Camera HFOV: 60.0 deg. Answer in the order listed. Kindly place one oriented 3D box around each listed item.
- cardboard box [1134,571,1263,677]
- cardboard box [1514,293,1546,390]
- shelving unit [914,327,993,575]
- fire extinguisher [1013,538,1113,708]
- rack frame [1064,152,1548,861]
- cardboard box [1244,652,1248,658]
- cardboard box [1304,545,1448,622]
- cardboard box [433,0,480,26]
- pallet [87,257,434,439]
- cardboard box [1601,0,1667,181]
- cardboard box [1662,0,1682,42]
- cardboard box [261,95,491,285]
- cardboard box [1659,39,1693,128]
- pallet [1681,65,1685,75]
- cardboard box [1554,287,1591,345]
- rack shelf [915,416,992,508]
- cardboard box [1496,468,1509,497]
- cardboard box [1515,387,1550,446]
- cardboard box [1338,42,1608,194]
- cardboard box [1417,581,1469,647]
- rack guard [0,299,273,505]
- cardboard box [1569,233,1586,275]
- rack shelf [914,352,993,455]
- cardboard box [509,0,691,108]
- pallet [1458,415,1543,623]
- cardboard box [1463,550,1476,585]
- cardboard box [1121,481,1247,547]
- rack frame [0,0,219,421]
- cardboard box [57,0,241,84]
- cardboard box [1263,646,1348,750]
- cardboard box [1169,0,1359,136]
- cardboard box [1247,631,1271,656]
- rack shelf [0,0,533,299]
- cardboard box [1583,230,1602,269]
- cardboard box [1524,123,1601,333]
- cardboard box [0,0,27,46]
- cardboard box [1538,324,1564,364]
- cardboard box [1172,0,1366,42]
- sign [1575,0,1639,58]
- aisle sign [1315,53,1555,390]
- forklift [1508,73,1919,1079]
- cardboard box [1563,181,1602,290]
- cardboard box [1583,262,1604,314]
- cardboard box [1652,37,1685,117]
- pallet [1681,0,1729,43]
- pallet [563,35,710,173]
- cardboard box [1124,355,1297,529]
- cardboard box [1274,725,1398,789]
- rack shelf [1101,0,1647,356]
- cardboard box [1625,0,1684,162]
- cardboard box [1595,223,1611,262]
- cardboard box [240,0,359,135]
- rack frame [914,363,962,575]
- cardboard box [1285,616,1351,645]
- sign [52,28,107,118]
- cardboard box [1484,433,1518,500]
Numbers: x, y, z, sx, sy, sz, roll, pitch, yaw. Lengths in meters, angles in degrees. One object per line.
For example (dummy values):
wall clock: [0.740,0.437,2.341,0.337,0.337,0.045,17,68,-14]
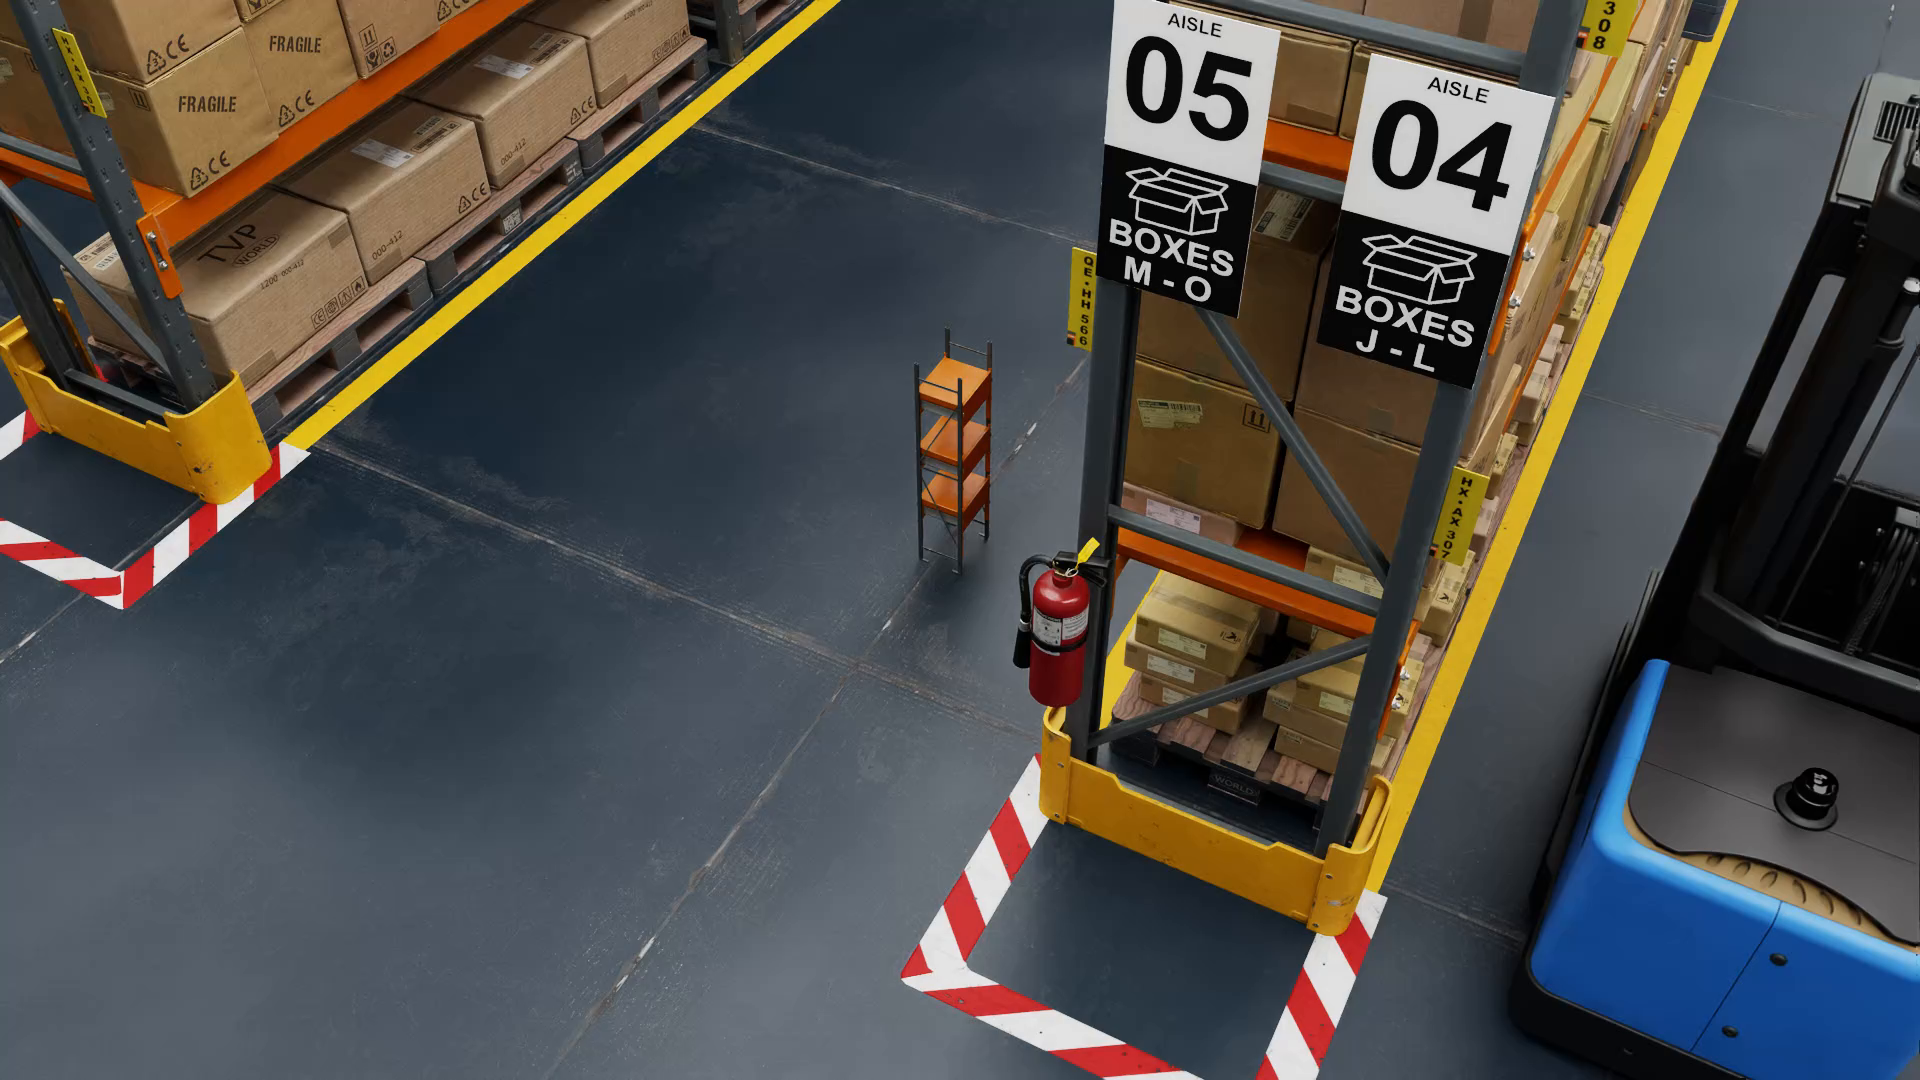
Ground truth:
cardboard box: [0.848,0.294,5.921,0.380,0.149,0.250,21,49,19]
cardboard box: [1.506,-0.611,5.246,0.500,0.500,0.500,21,49,19]
shelving unit: [-0.025,-0.335,6.623,0.215,1.050,0.252,20,49,19]
fire extinguisher: [0.301,0.230,5.010,0.296,0.674,0.183,20,49,19]
rack frame: [0.827,0.066,4.856,1.000,3.000,0.127,20,49,19]
cardboard box: [0.916,0.324,6.310,0.380,0.149,0.250,22,49,20]
cardboard box: [1.267,0.058,5.040,0.380,0.149,0.250,20,49,19]
cardboard box: [-2.448,-2.711,7.530,0.500,0.500,0.500,22,49,20]
pallet: [-3.303,-1.054,7.924,1.003,0.211,1.213,20,49,19]
cardboard box: [1.993,-1.583,5.503,0.500,0.500,0.500,19,48,18]
cardboard box: [2.470,-2.233,6.145,0.500,0.500,0.500,19,48,18]
cardboard box: [-2.969,-1.780,8.186,0.875,0.438,0.875,22,49,20]
cardboard box: [3.505,-2.435,8.790,0.500,0.500,0.500,23,50,21]
pallet: [3.609,-2.736,9.586,1.003,0.211,1.213,20,49,19]
cardboard box: [2.595,-1.052,7.460,0.380,0.149,0.250,19,48,18]
rack shelf: [-0.025,-0.328,6.631,0.215,0.259,0.240,20,49,19]
cardboard box: [2.060,-0.283,6.910,0.380,0.149,0.250,20,49,19]
cardboard box: [2.323,-0.588,7.211,0.380,0.149,0.250,20,49,19]
cardboard box: [1.261,-1.134,4.039,0.500,0.250,0.500,22,49,20]
cardboard box: [1.727,0.220,6.412,0.380,0.149,0.250,21,49,20]
rack guard: [-3.616,-0.611,7.282,1.175,0.500,0.348,20,49,19]
cardboard box: [2.096,-1.100,6.185,0.380,0.149,0.250,21,49,20]
rack shelf: [-0.025,-0.527,6.429,0.215,0.259,0.240,20,49,19]
cardboard box: [-2.134,-2.912,9.305,0.875,0.438,0.875,20,49,19]
pallet: [1.838,-0.268,7.146,1.003,0.211,1.213,20,49,19]
cardboard box: [1.725,0.107,6.315,0.380,0.149,0.250,22,49,20]
cardboard box: [0.728,-0.145,5.241,0.380,0.149,0.250,21,49,19]
rack frame: [-3.605,-1.505,6.408,1.000,3.000,0.127,20,49,19]
cardboard box: [-3.130,-2.100,6.223,0.500,0.500,0.500,19,48,18]
cardboard box: [1.297,0.570,5.857,0.380,0.149,0.250,22,49,21]
cardboard box: [0.803,-1.310,4.212,0.500,0.250,0.500,19,48,18]
cardboard box: [0.988,0.242,6.182,0.380,0.149,0.250,19,48,18]
rack shelf: [-2.676,-2.512,7.909,1.077,0.370,4.000,20,49,19]
cardboard box: [2.665,-1.325,7.521,0.380,0.149,0.250,21,49,20]
cardboard box: [1.499,-0.941,4.868,0.500,0.500,0.500,22,49,20]
cardboard box: [-3.592,-2.274,6.395,0.500,0.500,0.500,22,49,20]
cardboard box: [2.323,-0.827,7.029,0.380,0.149,0.250,18,48,17]
cardboard box: [0.815,-1.486,4.034,0.500,0.250,0.500,19,48,18]
sign: [1.307,-1.117,3.301,0.100,0.325,0.005,20,49,19]
aisle sign: [1.058,-0.703,3.788,0.394,0.787,0.004,20,49,19]
forklift: [2.933,-0.194,5.161,1.130,2.935,3.031,21,49,20]
cardboard box: [1.975,-1.239,5.866,0.500,0.500,0.500,19,48,18]
cardboard box: [2.803,-1.240,7.856,0.380,0.149,0.250,21,49,20]
cardboard box: [3.260,-2.365,8.193,0.500,0.250,0.500,18,48,17]
pallet: [3.167,-2.820,7.843,1.003,0.211,1.213,20,49,19]
pallet: [-2.170,-2.591,9.443,1.003,0.211,1.213,20,49,19]
cardboard box: [0.807,-0.442,5.078,0.500,0.500,0.500,21,49,20]
cardboard box: [1.353,0.696,5.942,0.380,0.149,0.250,21,49,20]
rack shelf: [1.755,-1.996,5.290,1.077,0.370,4.000,20,49,19]
cardboard box: [2.467,-1.869,6.489,0.500,0.500,0.500,19,48,18]
cardboard box: [2.819,-1.401,7.805,0.380,0.149,0.250,21,49,20]
cardboard box: [-2.917,-2.076,6.902,0.500,0.500,0.500,20,49,19]
rack frame: [-0.081,-0.258,6.547,0.200,1.050,0.008,20,49,19]
cardboard box: [1.392,0.280,5.935,0.380,0.149,0.250,21,49,20]
sign: [-3.116,-1.650,5.887,0.100,0.325,0.005,20,49,19]
cardboard box: [1.964,-0.342,6.550,0.380,0.149,0.250,21,49,20]
